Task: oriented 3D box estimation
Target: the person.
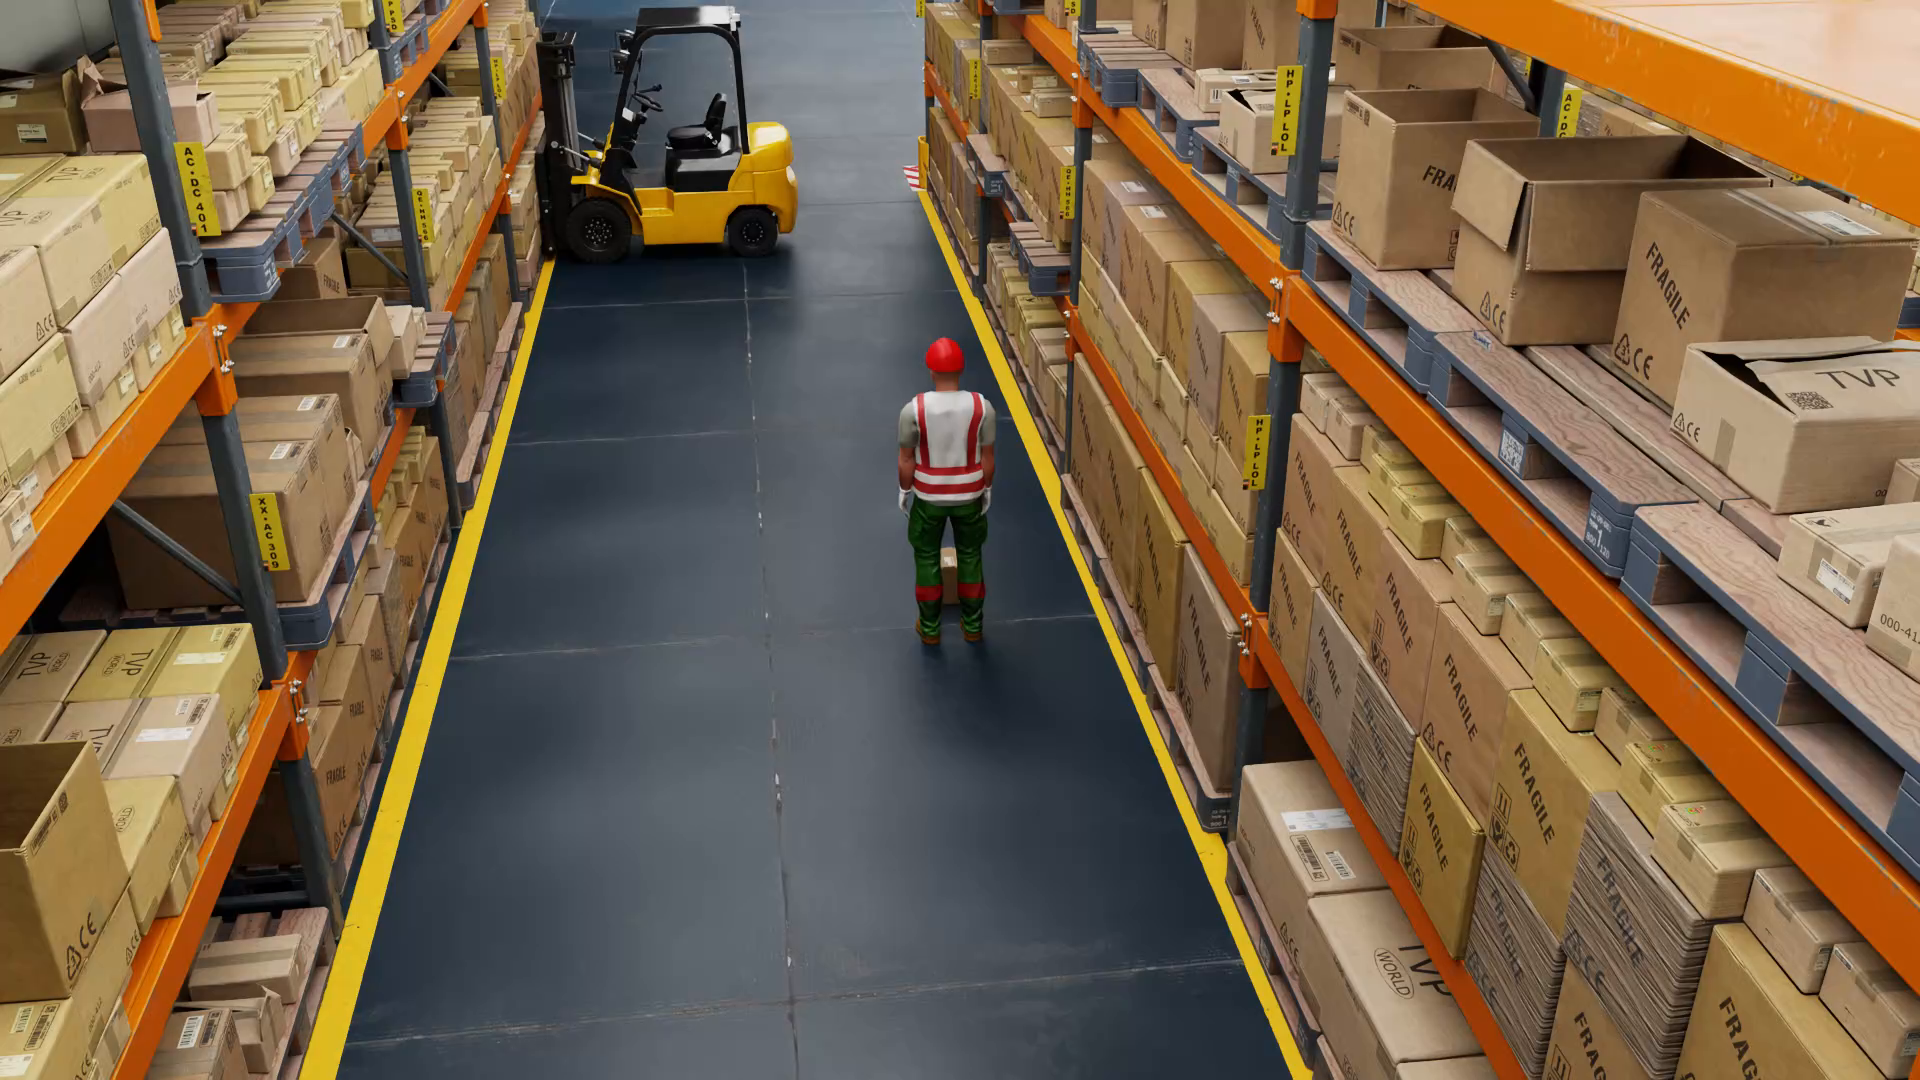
[{"bbox_3d":[-0.096,-0.204,9.174,0.568,1.626,0.602,-3,27,-6],"label":"person"}]
